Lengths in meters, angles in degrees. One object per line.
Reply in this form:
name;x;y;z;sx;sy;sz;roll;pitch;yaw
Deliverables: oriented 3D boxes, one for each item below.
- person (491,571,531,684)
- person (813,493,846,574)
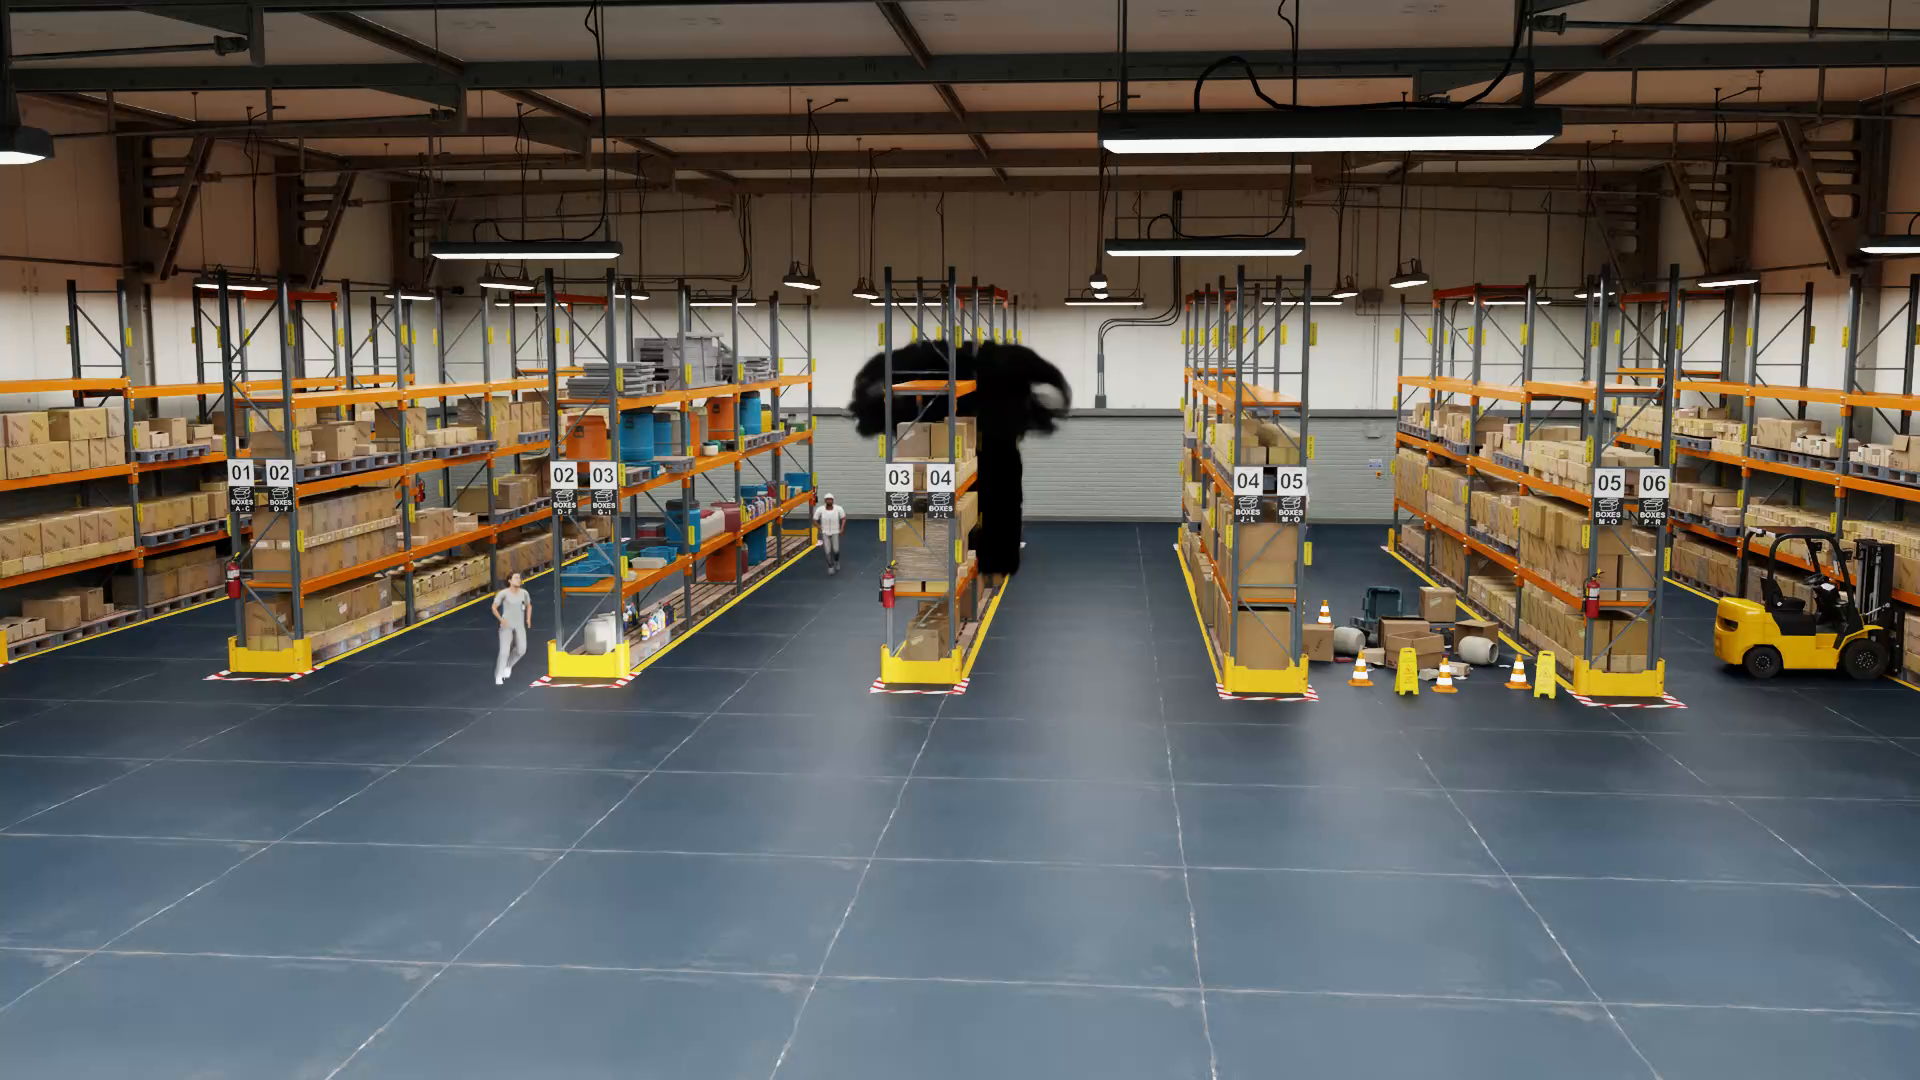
person;-6.369;1.259;23.792;0.621;1.591;0.538;-5;8;-33
person;-2.766;-0.131;35.239;0.703;1.729;0.575;-1;7;-4
